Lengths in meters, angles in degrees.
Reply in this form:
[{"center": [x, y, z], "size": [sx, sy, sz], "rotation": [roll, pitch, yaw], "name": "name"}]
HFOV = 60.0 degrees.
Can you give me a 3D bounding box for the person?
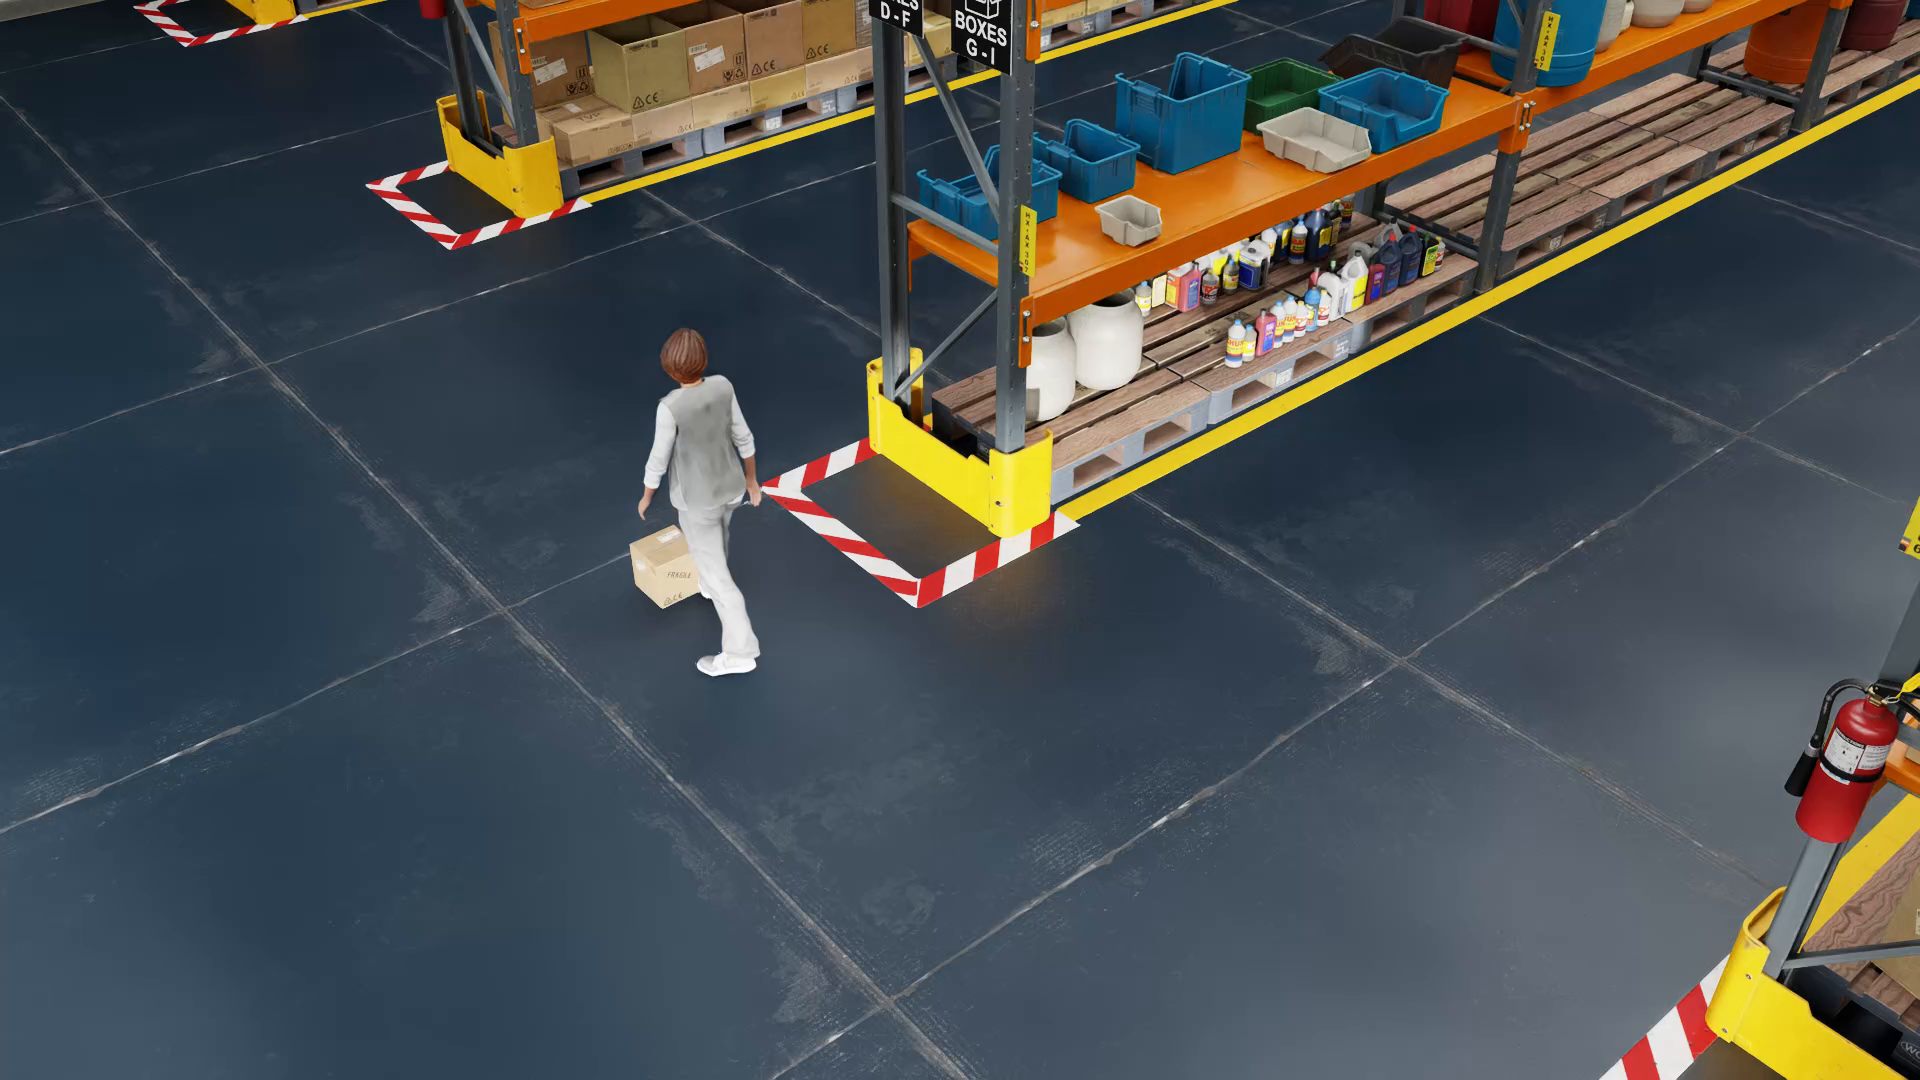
[{"center": [-1.159, -0.189, 7.383], "size": [0.799, 1.492, 0.538], "rotation": [26, 44, 31], "name": "person"}]
